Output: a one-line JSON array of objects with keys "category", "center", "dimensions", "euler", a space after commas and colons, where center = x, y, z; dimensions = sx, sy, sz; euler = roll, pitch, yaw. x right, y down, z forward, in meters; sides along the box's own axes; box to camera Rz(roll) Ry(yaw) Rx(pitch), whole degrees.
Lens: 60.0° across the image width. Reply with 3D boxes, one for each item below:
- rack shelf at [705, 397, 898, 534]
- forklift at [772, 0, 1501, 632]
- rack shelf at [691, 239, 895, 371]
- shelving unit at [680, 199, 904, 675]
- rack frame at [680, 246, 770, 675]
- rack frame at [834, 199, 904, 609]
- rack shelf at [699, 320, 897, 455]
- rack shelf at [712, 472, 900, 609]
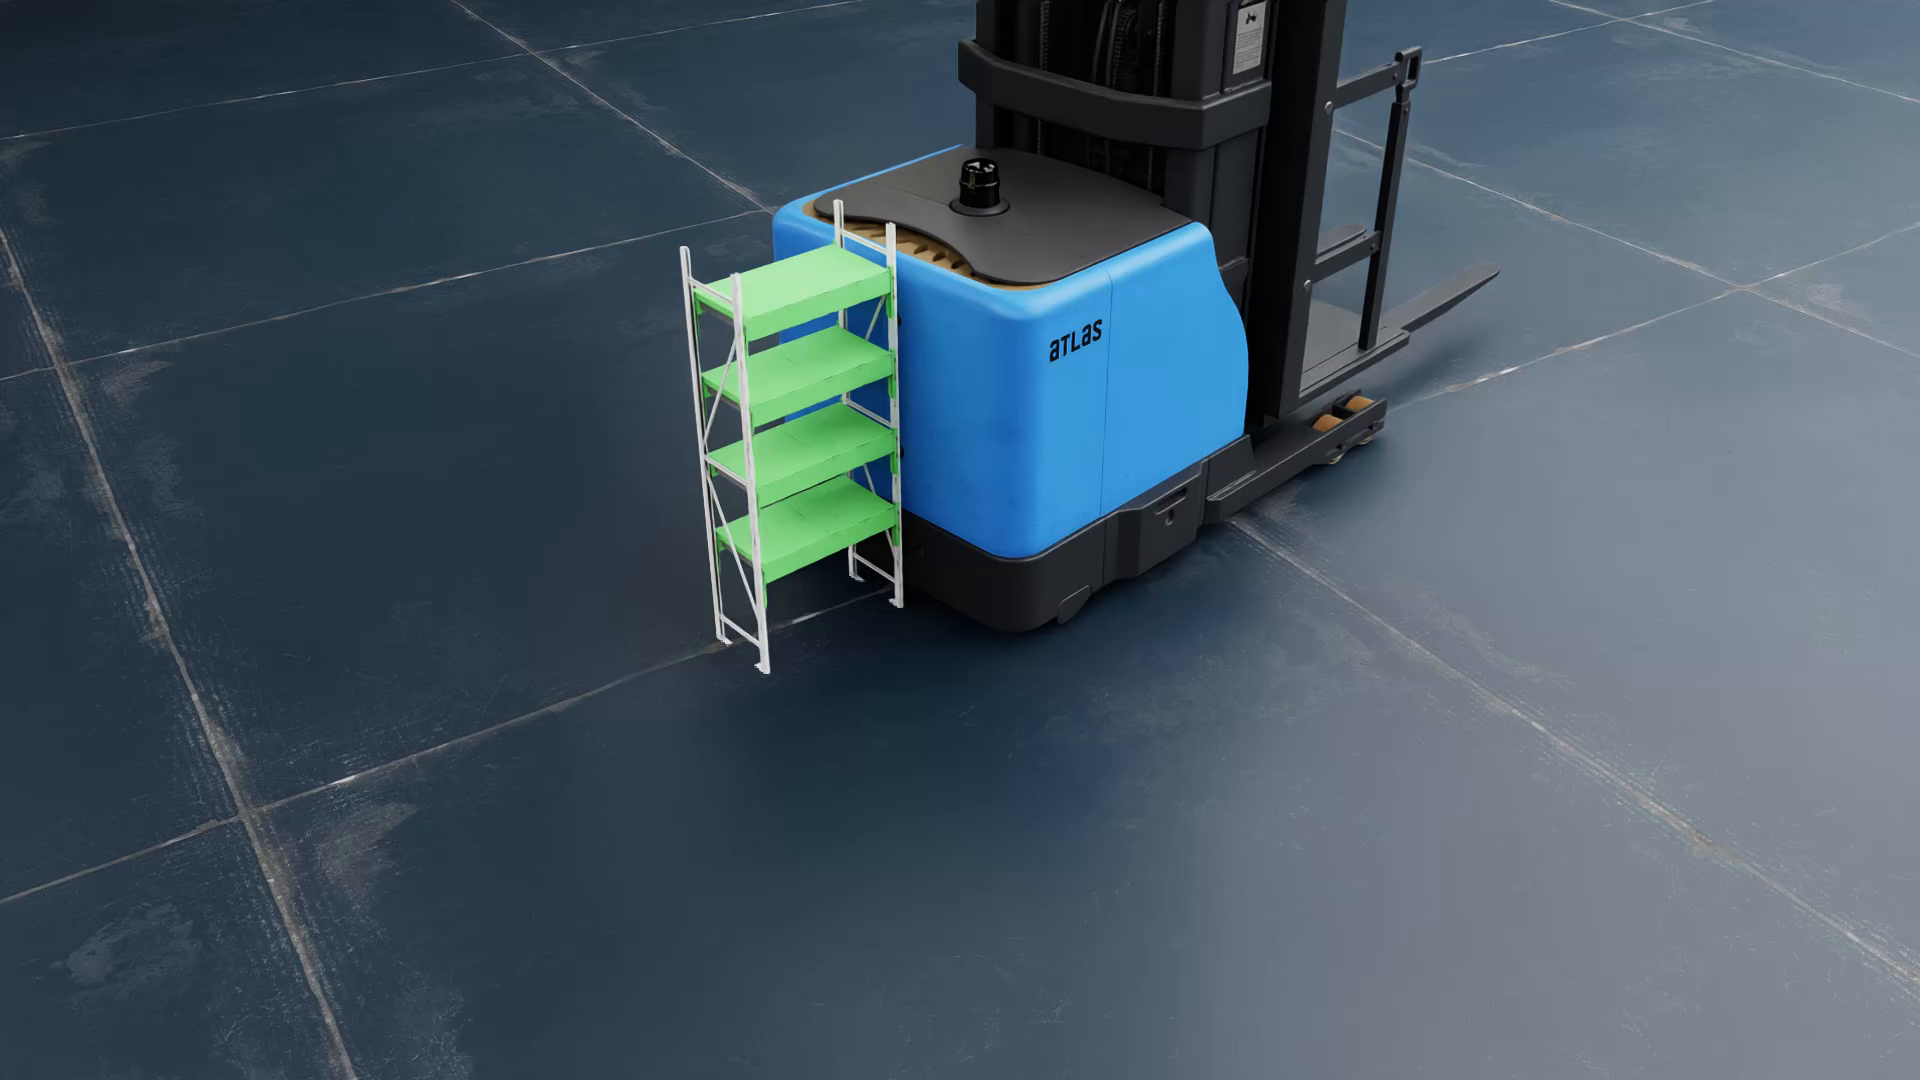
[{"category": "rack shelf", "center": [-0.435, -0.212, 4.581], "dimensions": [0.480, 0.148, 0.258], "euler": [-25, 40, -34]}, {"category": "forklift", "center": [0.832, -1.668, 5.146], "dimensions": [1.130, 2.935, 3.031], "euler": [27, 41, 36]}, {"category": "rack shelf", "center": [-0.435, -0.618, 4.325], "dimensions": [0.480, 0.148, 0.258], "euler": [-25, 40, -34]}, {"category": "shelving unit", "center": [-0.435, -0.266, 4.547], "dimensions": [0.503, 1.200, 0.258], "euler": [-25, 40, -34]}, {"category": "rack frame", "center": [-0.617, -0.179, 4.410], "dimensions": [0.015, 1.200, 0.240], "euler": [-25, 40, -34]}, {"category": "rack frame", "center": [-0.253, -0.353, 4.685], "dimensions": [0.015, 1.200, 0.240], "euler": [-25, 40, -34]}, {"category": "rack shelf", "center": [-0.435, -0.415, 4.453], "dimensions": [0.480, 0.148, 0.258], "euler": [-25, 40, -34]}, {"category": "rack shelf", "center": [-0.435, -0.009, 4.709], "dimensions": [0.480, 0.148, 0.258], "euler": [-25, 40, -34]}]
